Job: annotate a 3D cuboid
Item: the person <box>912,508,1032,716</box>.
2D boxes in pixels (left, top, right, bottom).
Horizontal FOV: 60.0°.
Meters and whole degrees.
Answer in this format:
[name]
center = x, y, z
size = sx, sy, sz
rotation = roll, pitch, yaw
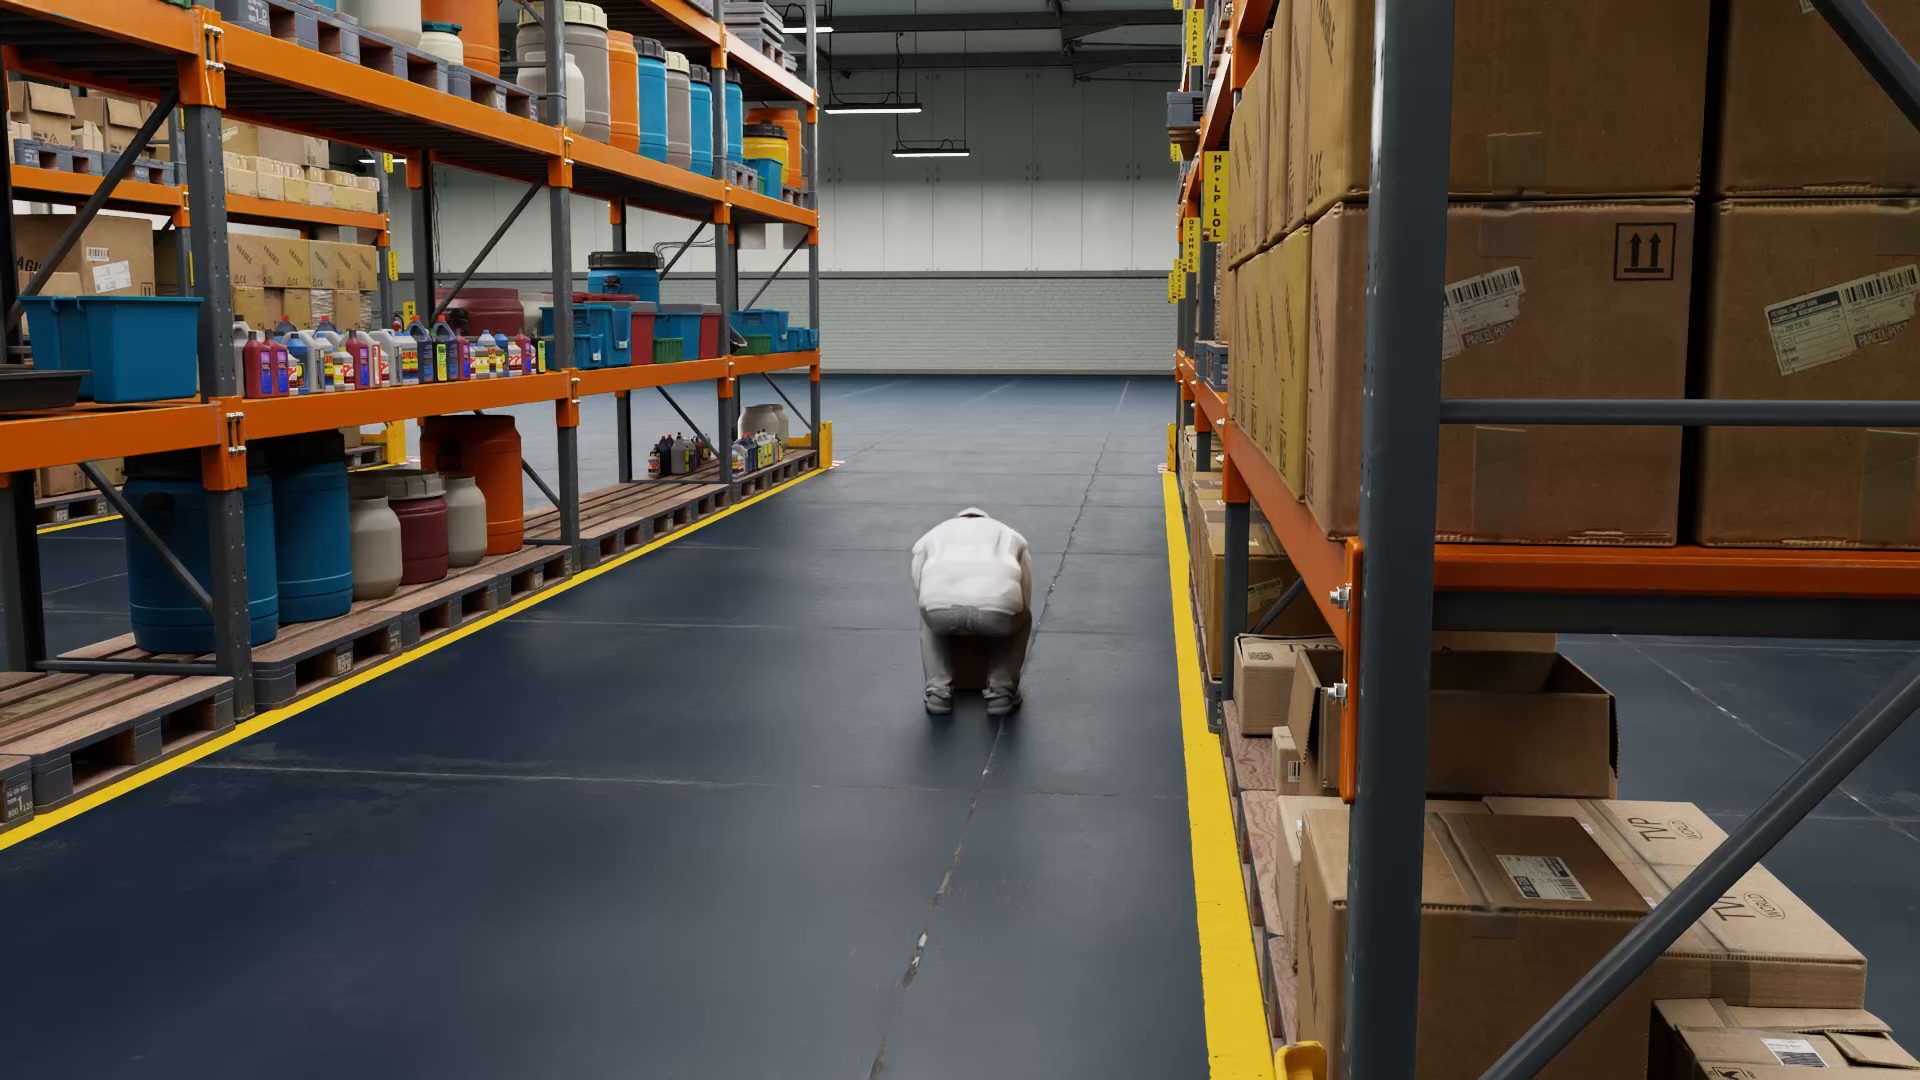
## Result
[person]
center = 0.041, 0.309, 7.170
size = 0.532, 0.814, 0.958
rotation = 1, 8, 6
